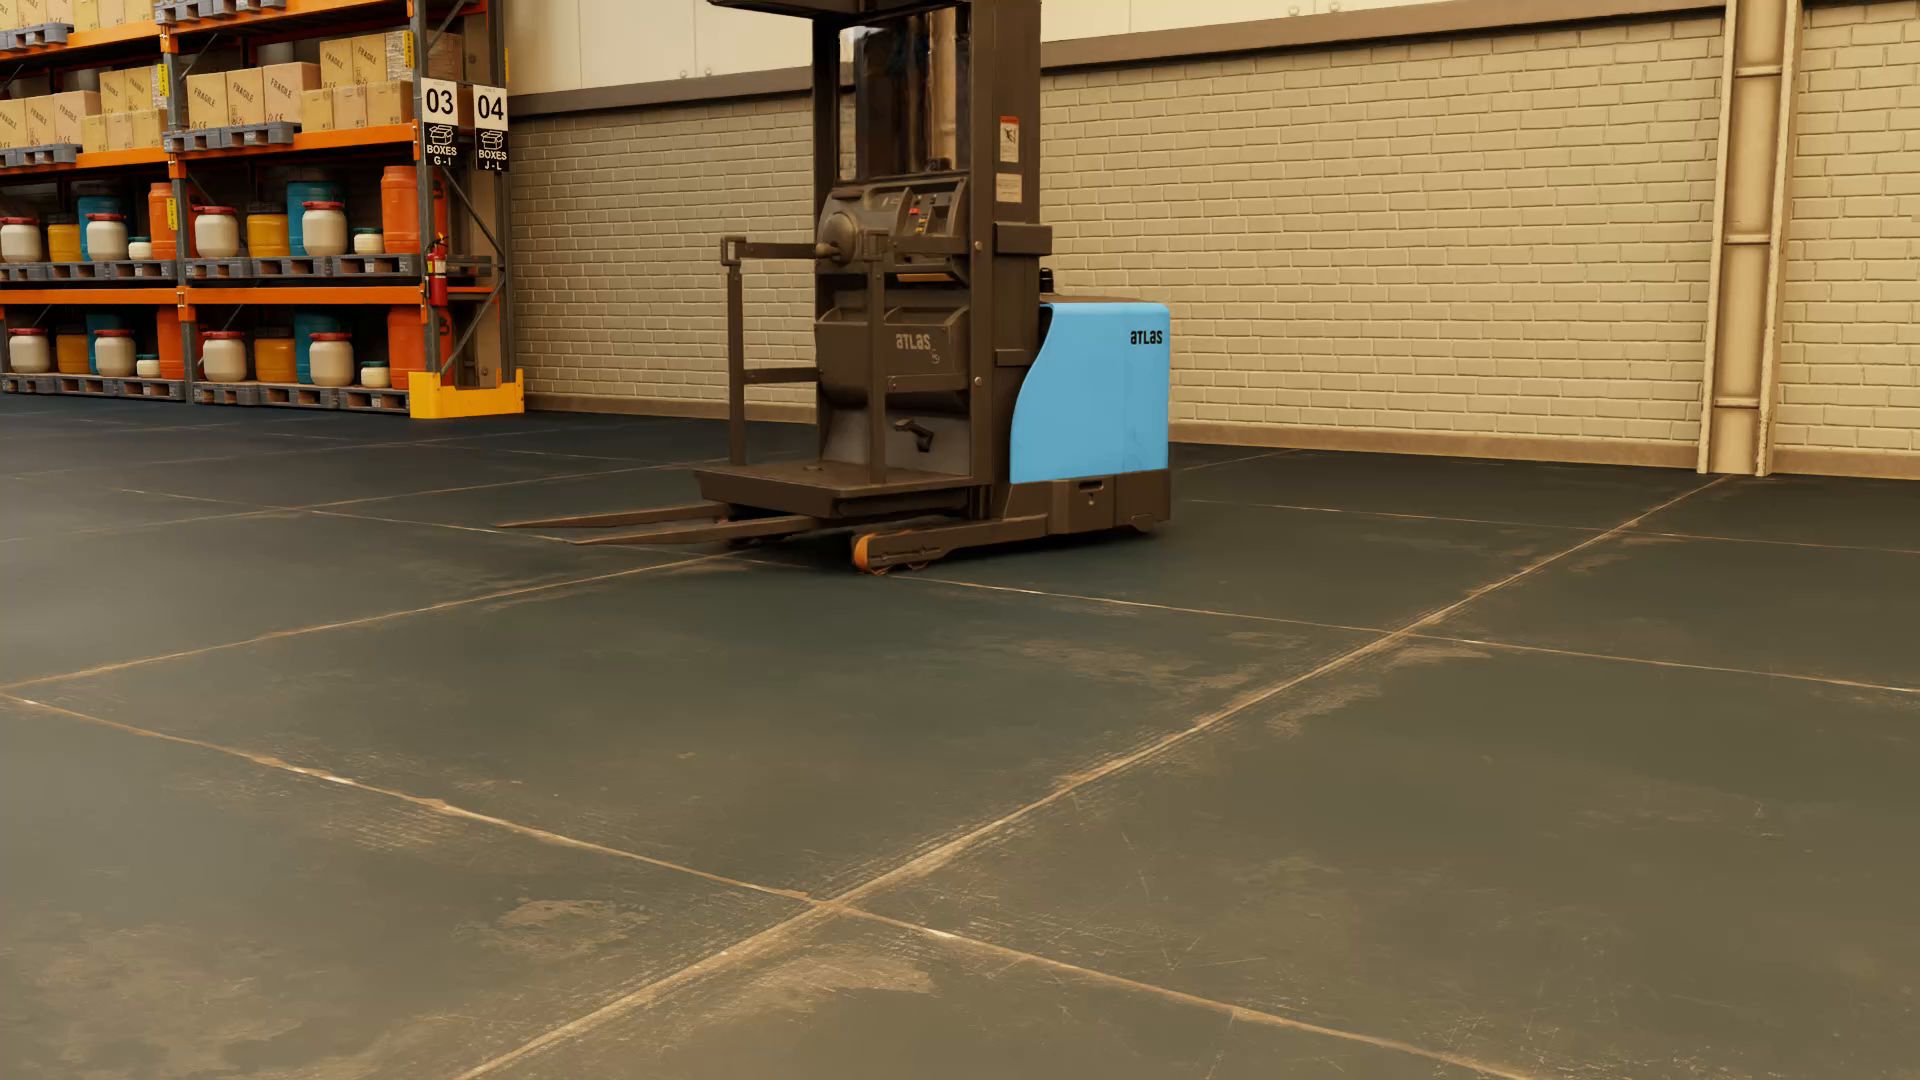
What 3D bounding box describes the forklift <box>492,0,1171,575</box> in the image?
[{"bbox_3d":[-0.457,-1.394,6.997,3.031,2.935,1.130,-7,11,-41],"label":"forklift"}]
